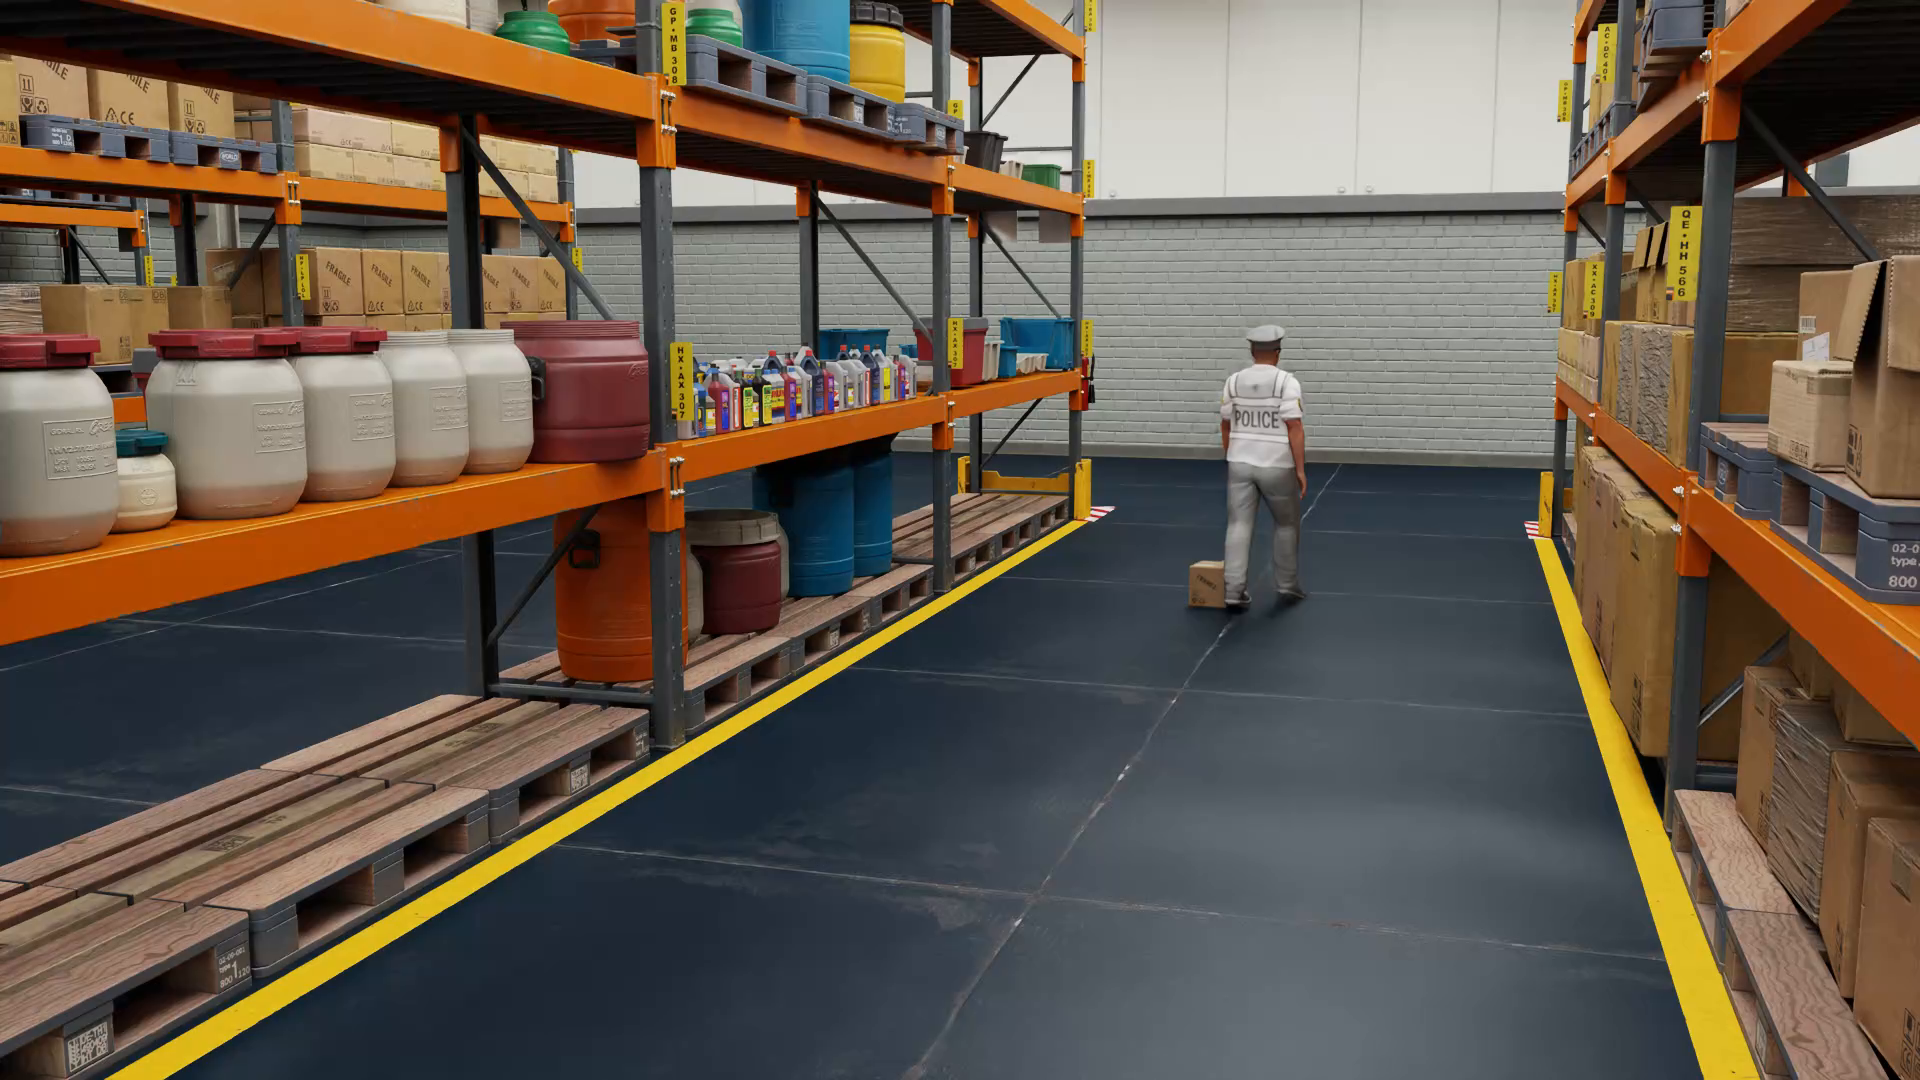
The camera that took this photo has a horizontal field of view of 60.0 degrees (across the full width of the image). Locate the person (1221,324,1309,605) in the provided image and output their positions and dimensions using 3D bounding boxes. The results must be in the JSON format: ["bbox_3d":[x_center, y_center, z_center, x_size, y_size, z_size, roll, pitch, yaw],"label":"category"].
[{"bbox_3d":[1.931,-0.455,10.438,0.607,1.781,0.864,4,9,28],"label":"person"}]
